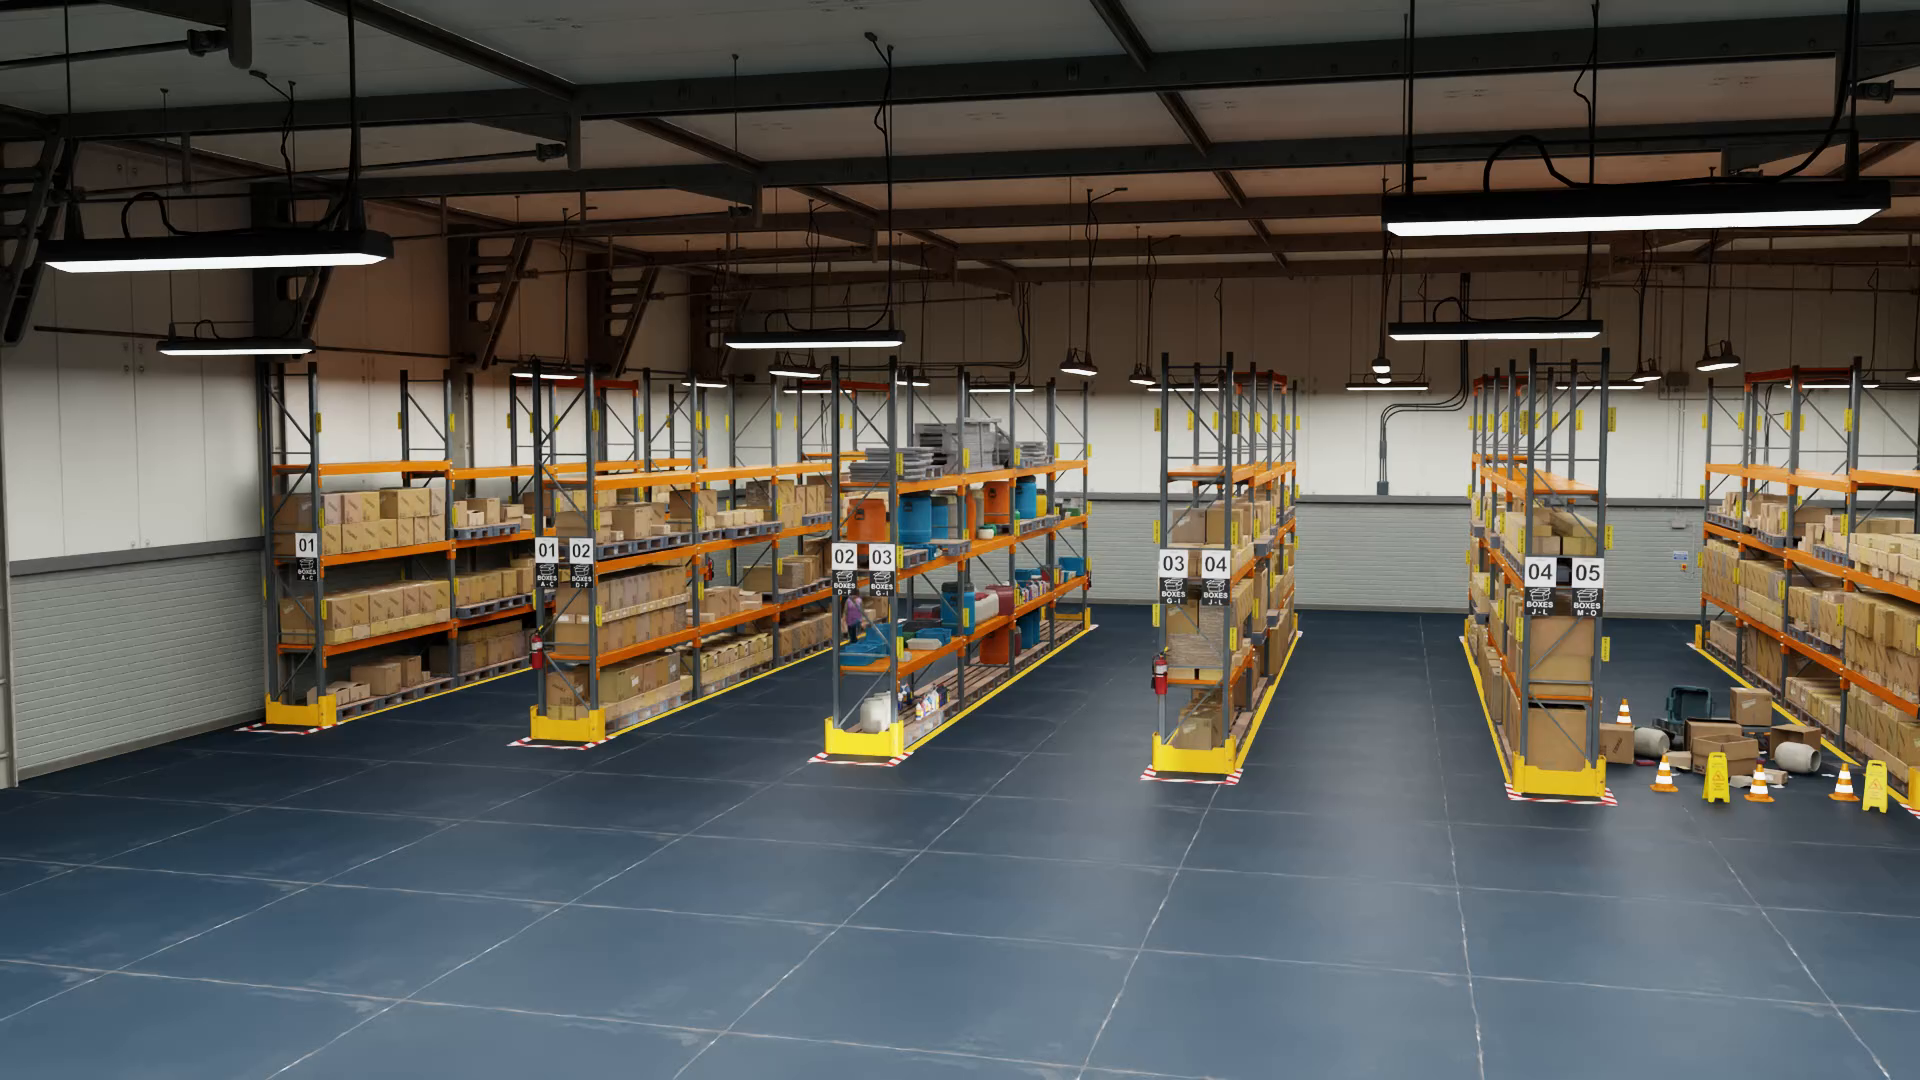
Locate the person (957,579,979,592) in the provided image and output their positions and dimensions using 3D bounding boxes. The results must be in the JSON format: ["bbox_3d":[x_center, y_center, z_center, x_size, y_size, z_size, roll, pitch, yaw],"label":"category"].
[{"bbox_3d":[0.107,1.564,37.735,0.613,1.572,0.742,2,4,24],"label":"person"}]

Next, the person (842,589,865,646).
[{"bbox_3d":[-2.249,1.737,35.058,0.425,1.502,0.995,1,4,14],"label":"person"}]
